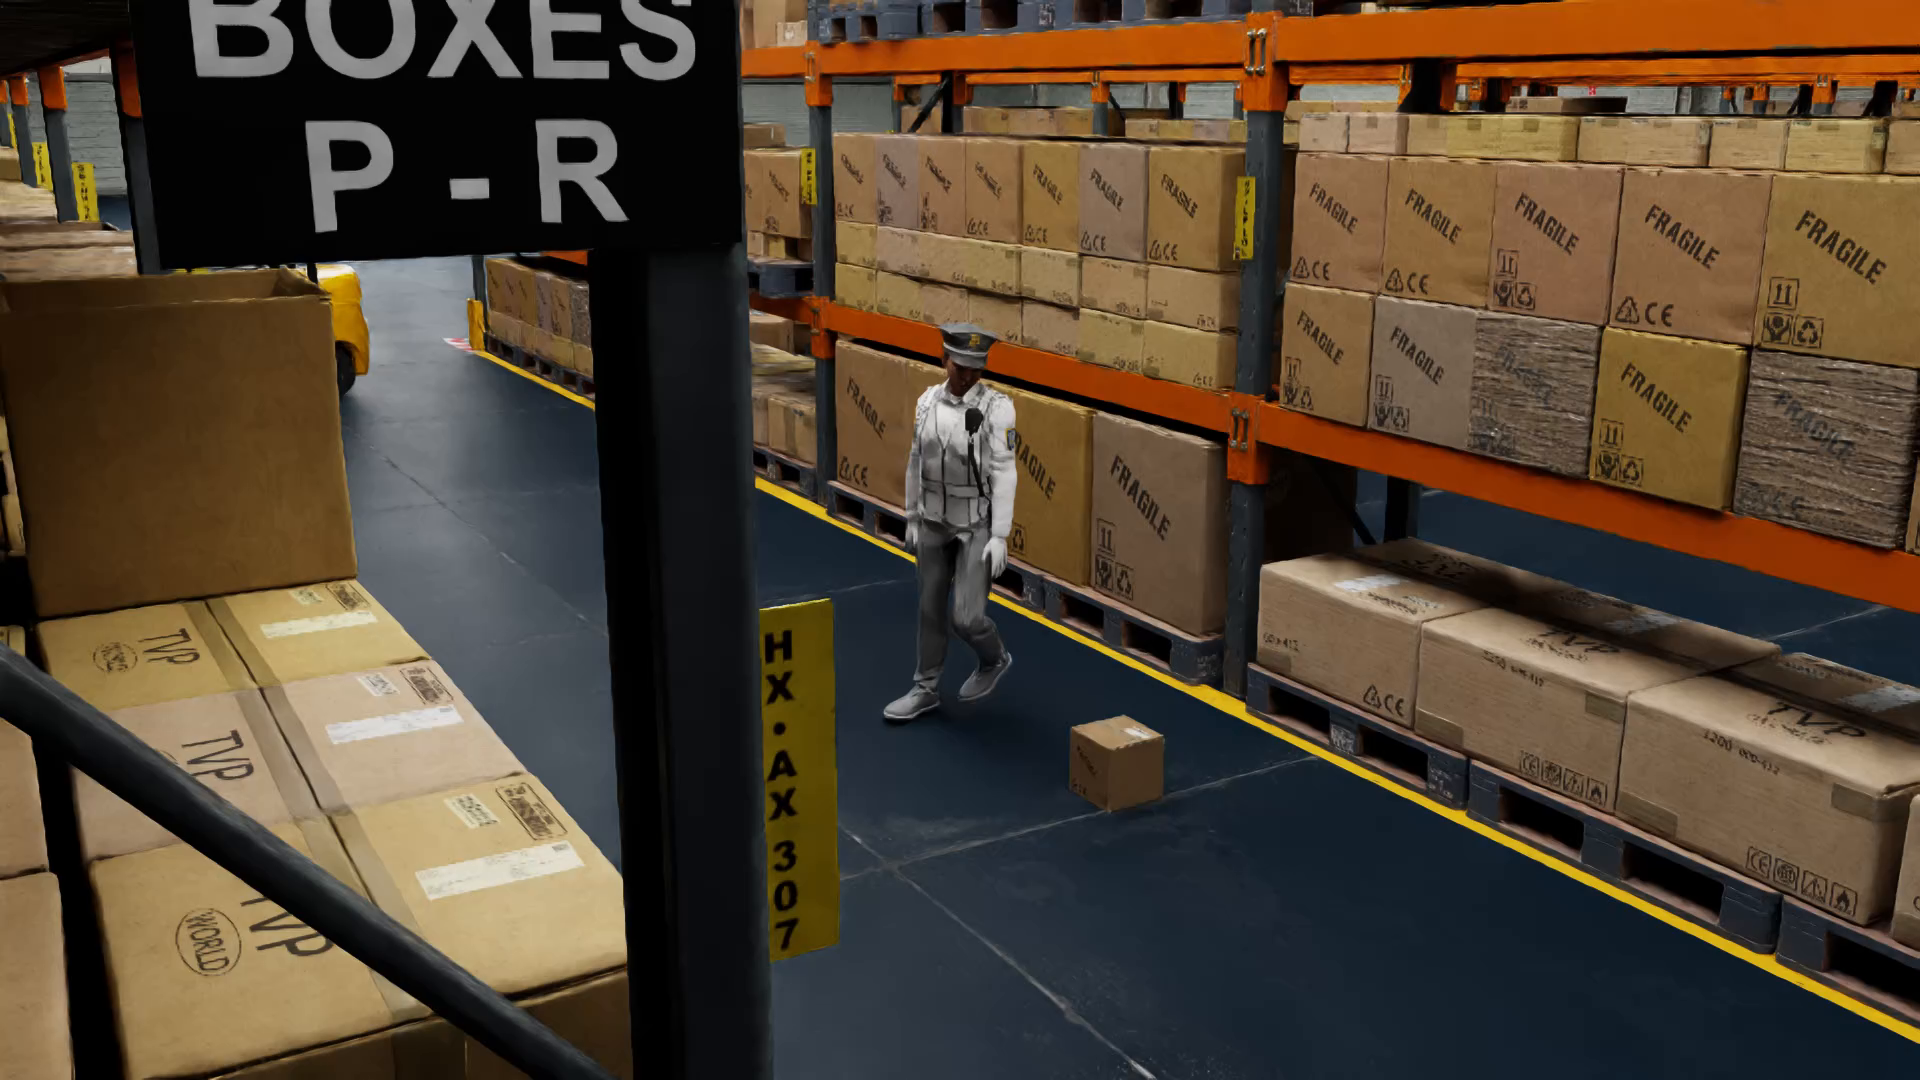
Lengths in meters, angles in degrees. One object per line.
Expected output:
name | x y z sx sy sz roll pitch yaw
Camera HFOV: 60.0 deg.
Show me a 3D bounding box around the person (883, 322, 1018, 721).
person | -0.002 -0.058 6.694 0.554 1.652 0.431 9 18 31
